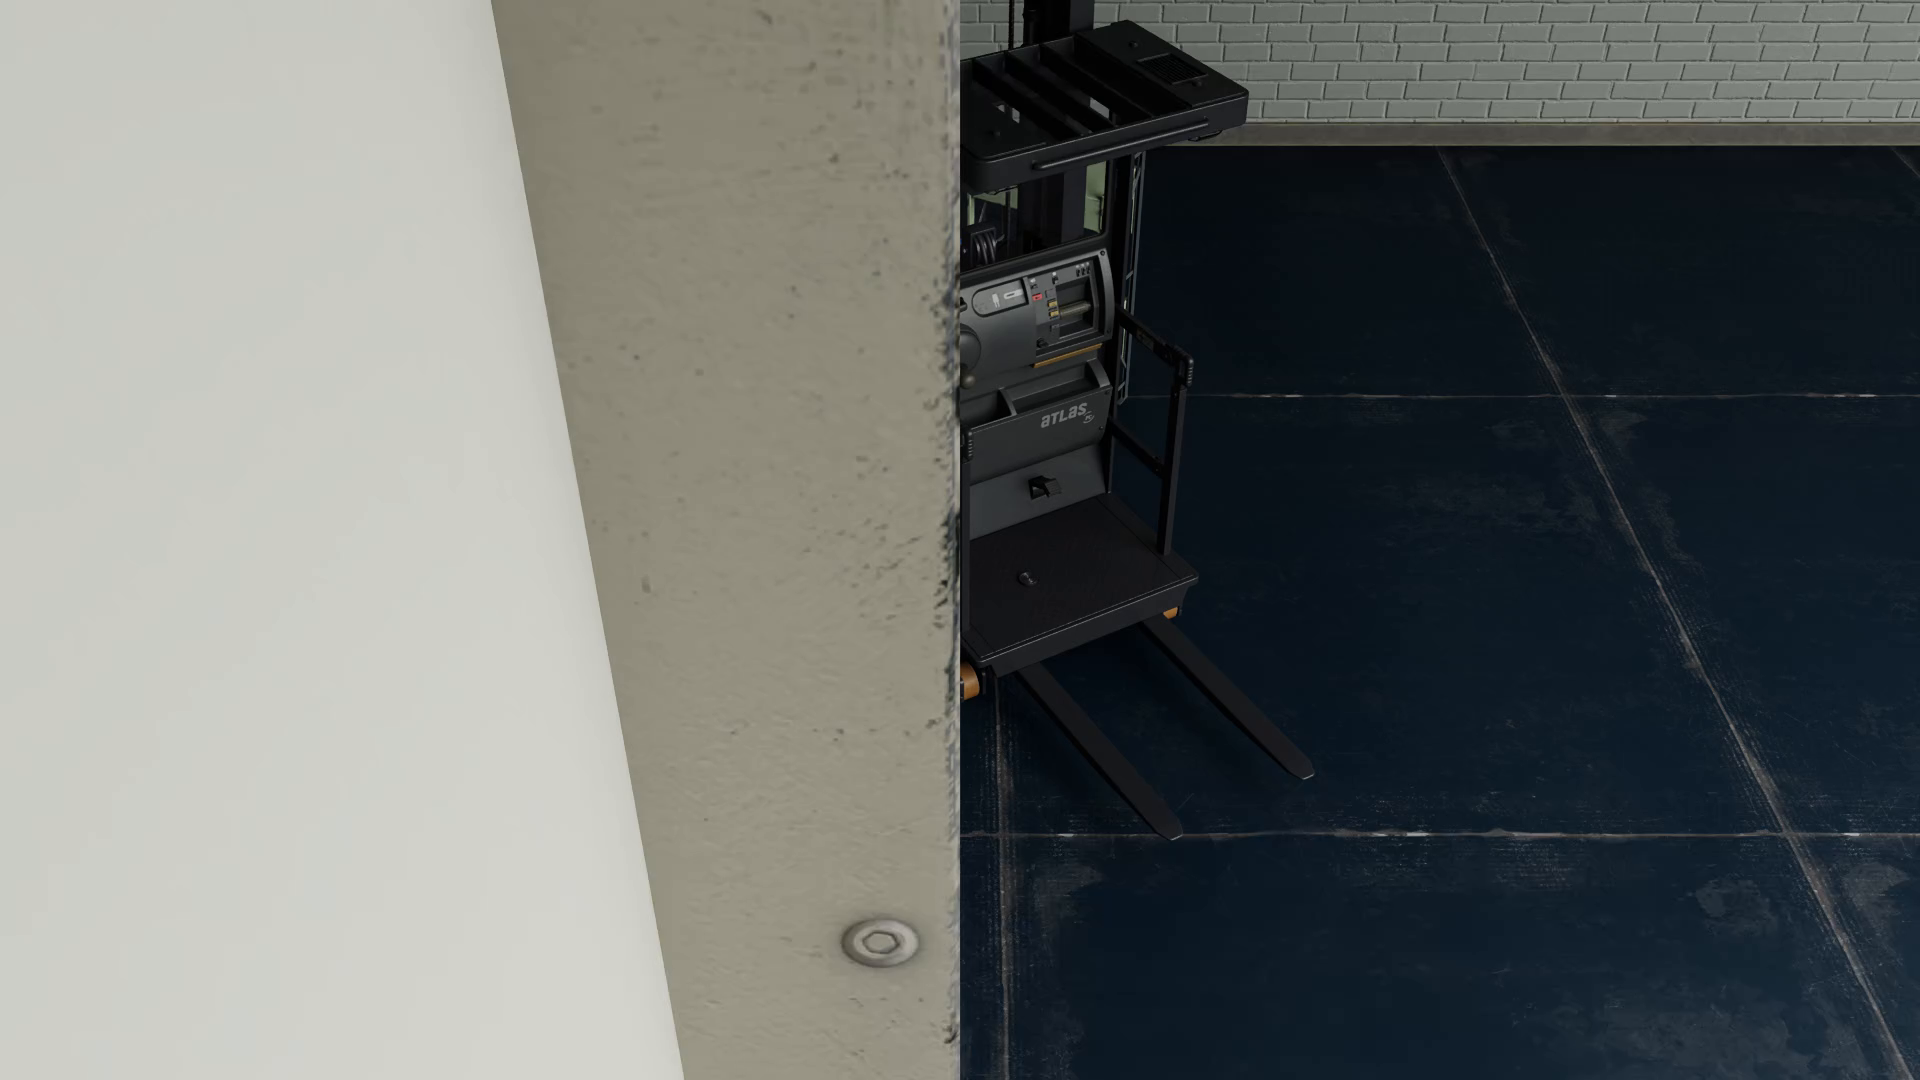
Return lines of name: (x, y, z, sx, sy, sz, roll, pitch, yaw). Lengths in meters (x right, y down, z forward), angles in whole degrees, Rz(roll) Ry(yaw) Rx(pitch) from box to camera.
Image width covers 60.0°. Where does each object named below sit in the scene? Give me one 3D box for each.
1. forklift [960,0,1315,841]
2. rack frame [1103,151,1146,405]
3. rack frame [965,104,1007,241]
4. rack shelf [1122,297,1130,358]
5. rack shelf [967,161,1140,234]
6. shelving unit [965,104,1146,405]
forklift: (0.307, -0.805, 6.410, 1.130, 2.935, 3.031, -20, 43, -23)
rack frame: (0.762, -1.228, 8.083, 0.023, 1.500, 0.400, 20, 43, 24)
rack frame: (0.134, -1.462, 8.376, 0.023, 1.500, 0.400, 20, 43, 24)
rack shelf: (0.448, -1.091, 8.433, 0.720, 0.370, 0.431, 20, 43, 24)
rack shelf: (0.448, -1.650, 7.985, 0.720, 0.370, 0.431, 20, 43, 24)
shelving unit: (0.448, -1.345, 8.229, 0.755, 1.500, 0.431, 20, 43, 24)
